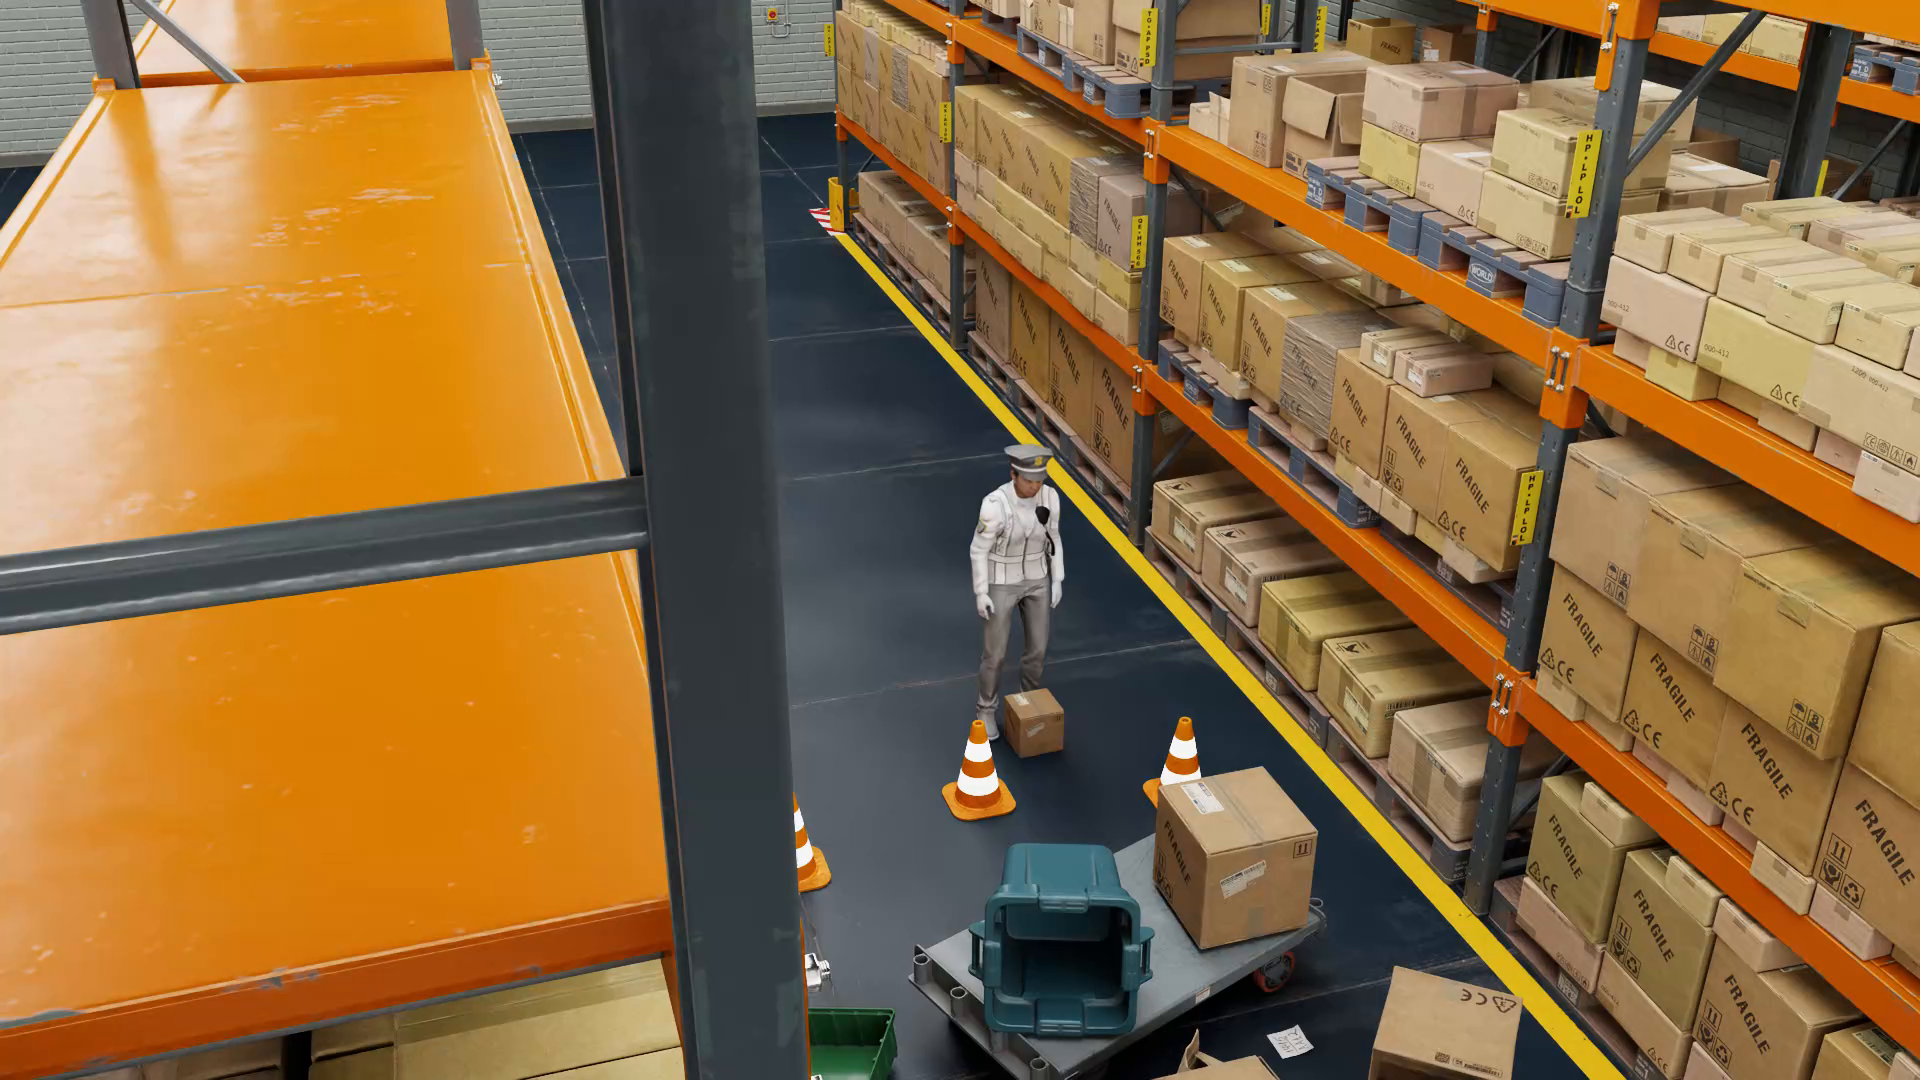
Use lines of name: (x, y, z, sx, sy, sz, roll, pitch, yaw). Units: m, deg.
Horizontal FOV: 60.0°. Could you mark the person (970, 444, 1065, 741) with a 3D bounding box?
person: (0.313, 0.251, 8.842, 0.522, 1.663, 0.371, -9, 28, -18)
